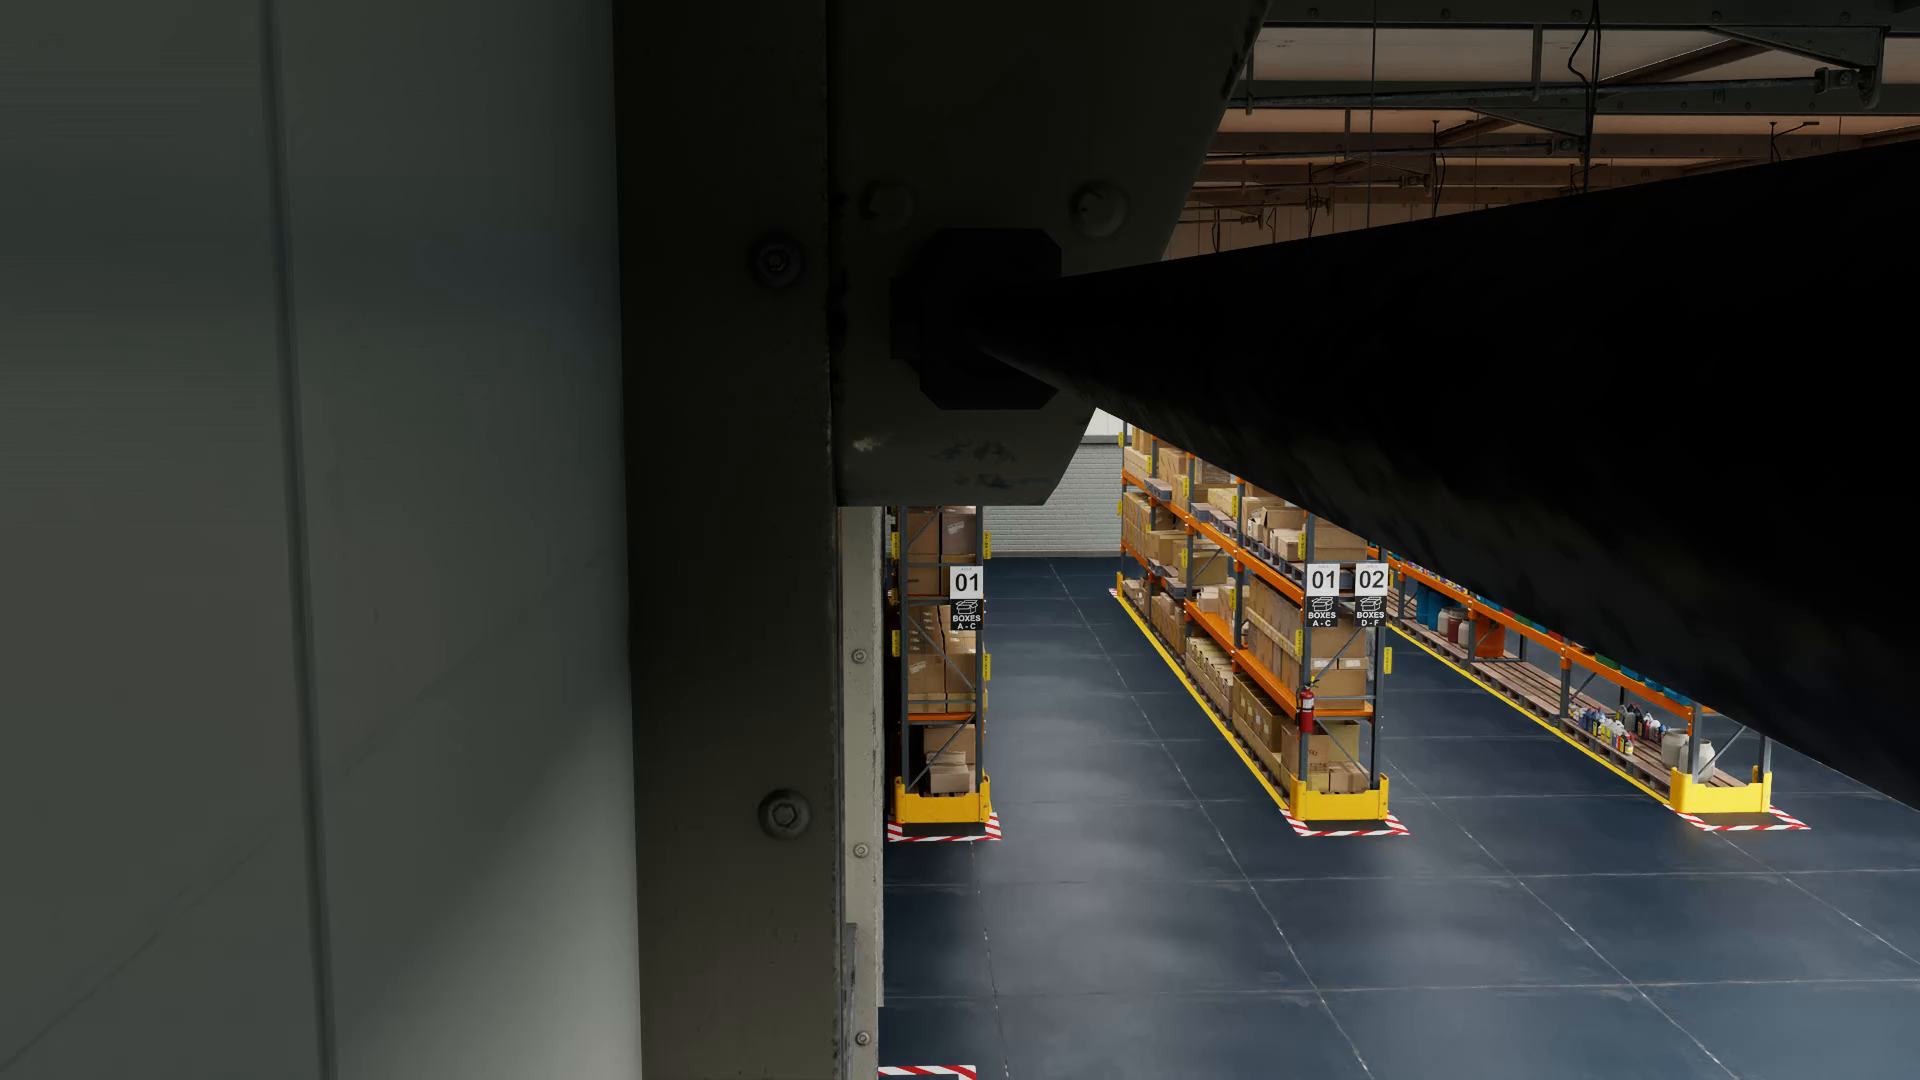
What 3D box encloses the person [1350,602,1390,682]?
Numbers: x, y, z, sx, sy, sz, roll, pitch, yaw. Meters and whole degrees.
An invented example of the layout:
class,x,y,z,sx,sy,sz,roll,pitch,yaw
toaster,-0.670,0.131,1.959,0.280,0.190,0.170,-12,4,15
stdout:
class,x,y,z,sx,sy,sz,roll,pitch,yaw
person,6.925,1.523,28.171,0.682,1.733,0.625,-1,8,-10
